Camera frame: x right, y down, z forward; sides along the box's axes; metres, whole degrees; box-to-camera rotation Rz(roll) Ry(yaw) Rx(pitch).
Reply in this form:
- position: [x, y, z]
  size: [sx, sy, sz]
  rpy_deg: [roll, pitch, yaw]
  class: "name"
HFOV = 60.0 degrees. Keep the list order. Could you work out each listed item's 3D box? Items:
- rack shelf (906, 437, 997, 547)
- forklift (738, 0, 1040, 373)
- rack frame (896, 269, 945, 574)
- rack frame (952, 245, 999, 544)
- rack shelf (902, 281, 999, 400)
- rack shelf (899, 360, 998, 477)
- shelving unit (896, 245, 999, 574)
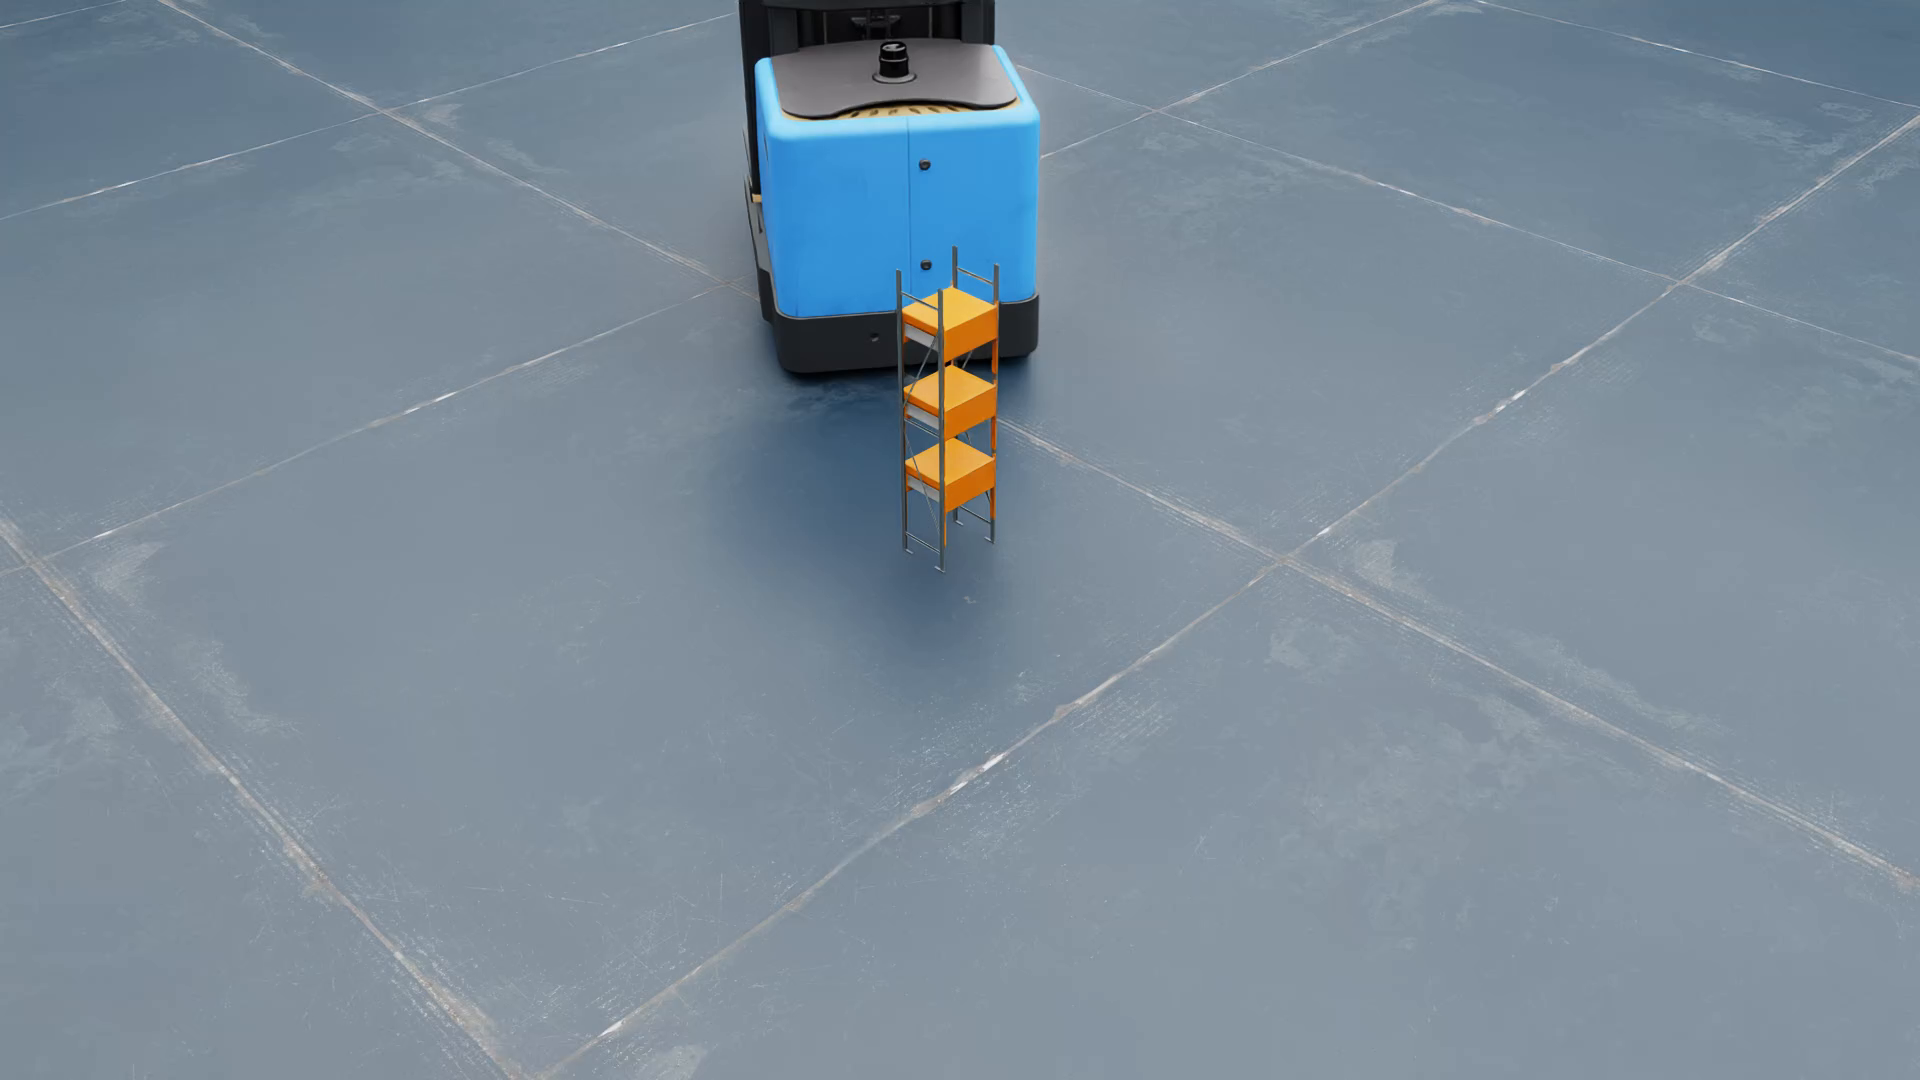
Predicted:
- position: [-0.038, -0.172, 5.584]
  size: [0.215, 0.259, 0.240]
  rpy_deg: [30, 45, 35]
  class: "rack shelf"
- position: [-0.434, -2.696, 7.053]
  size: [1.130, 2.935, 3.031]
  rpy_deg: [-5, 35, -8]
  class: "forklift"
- position: [-0.124, -0.359, 5.348]
  size: [0.200, 1.050, 0.008]
  rpy_deg: [30, 45, 35]
  class: "rack frame"
- position: [0.048, -0.458, 5.490]
  size: [0.200, 1.050, 0.008]
  rpy_deg: [30, 45, 35]
  class: "rack frame"
- position: [-0.038, -0.633, 5.262]
  size: [0.215, 0.259, 0.240]
  rpy_deg: [30, 45, 35]
  class: "rack shelf"
- position: [-0.038, -0.400, 5.425]
  size: [0.215, 0.259, 0.240]
  rpy_deg: [30, 45, 35]
  class: "rack shelf"
- position: [-0.038, -0.409, 5.419]
  size: [0.215, 1.050, 0.252]
  rpy_deg: [30, 45, 35]
  class: "shelving unit"
